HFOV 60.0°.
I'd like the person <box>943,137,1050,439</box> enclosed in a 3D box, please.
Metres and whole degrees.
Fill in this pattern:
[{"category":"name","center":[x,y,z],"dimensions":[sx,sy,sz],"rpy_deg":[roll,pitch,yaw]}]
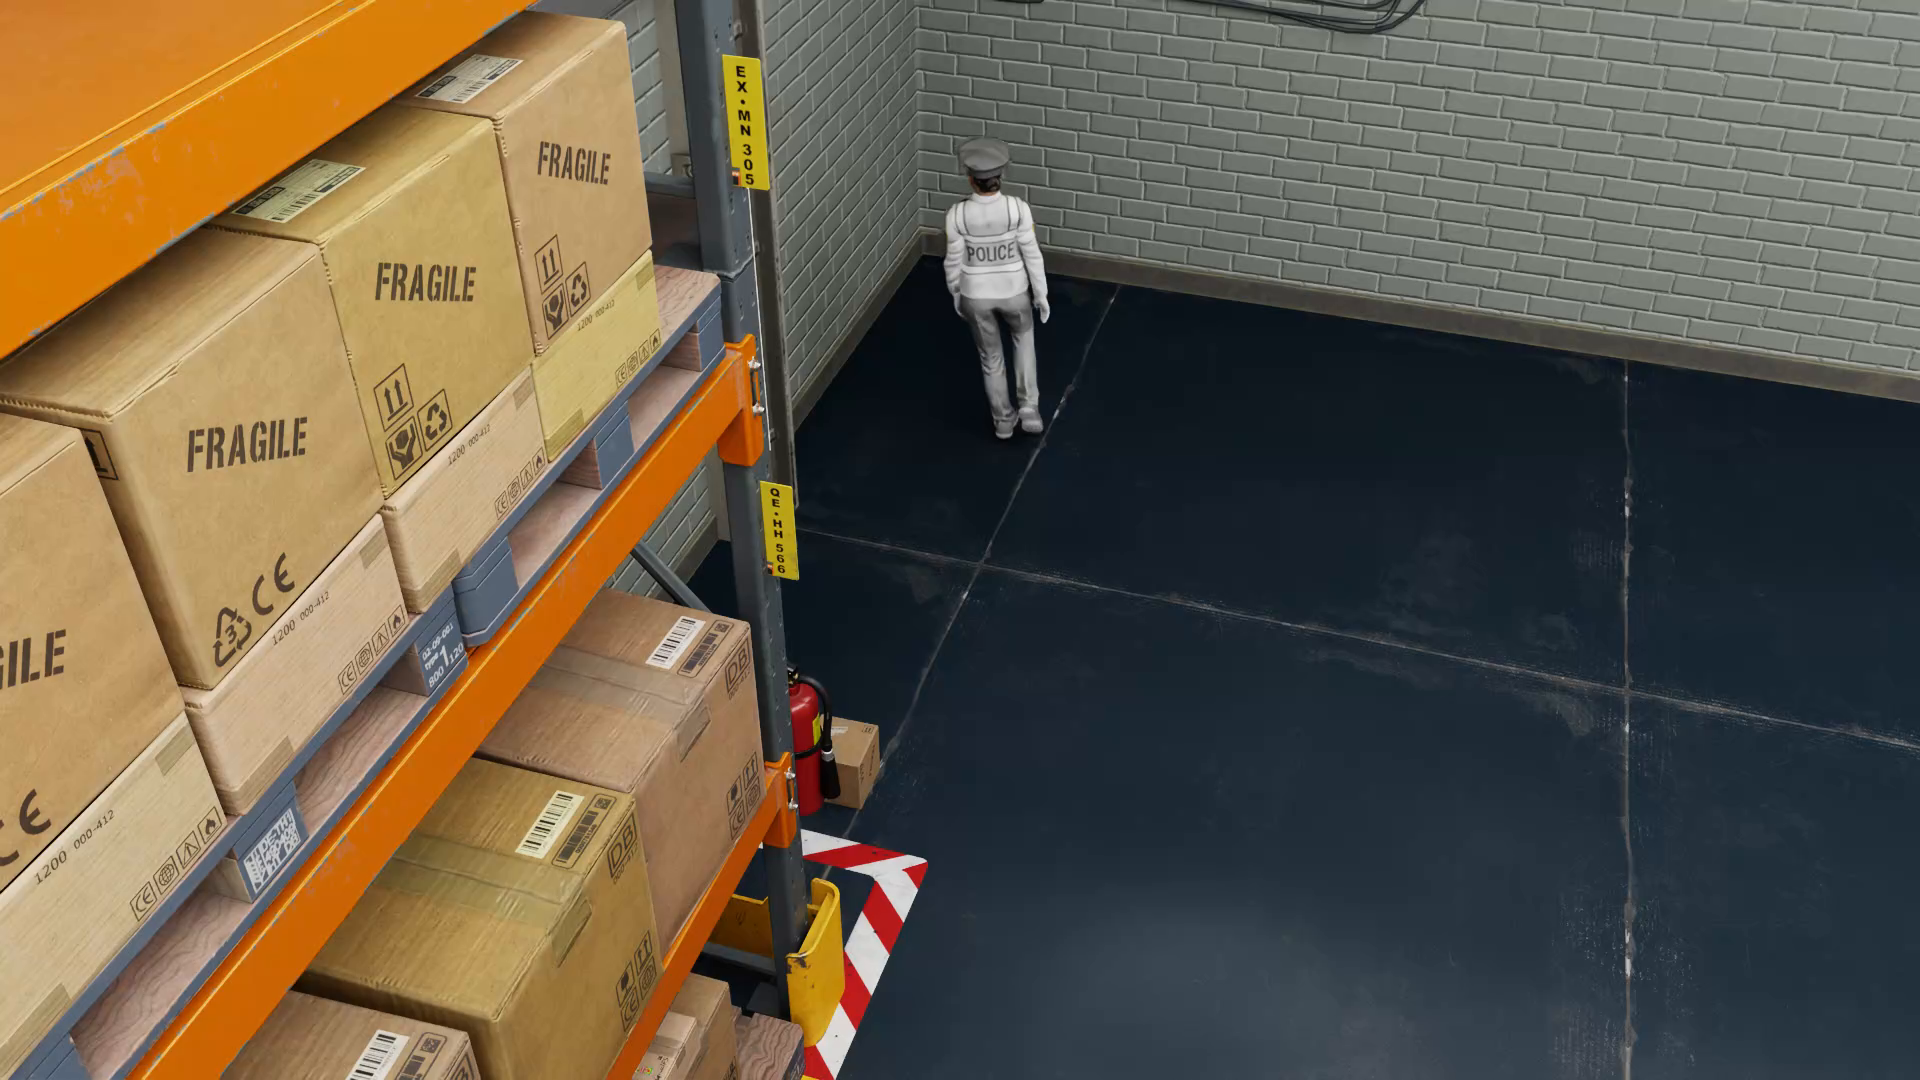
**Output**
[{"category":"person","center":[0.186,-1.268,8.519],"dimensions":[0.542,1.655,0.426],"rpy_deg":[-1,37,-2]}]
